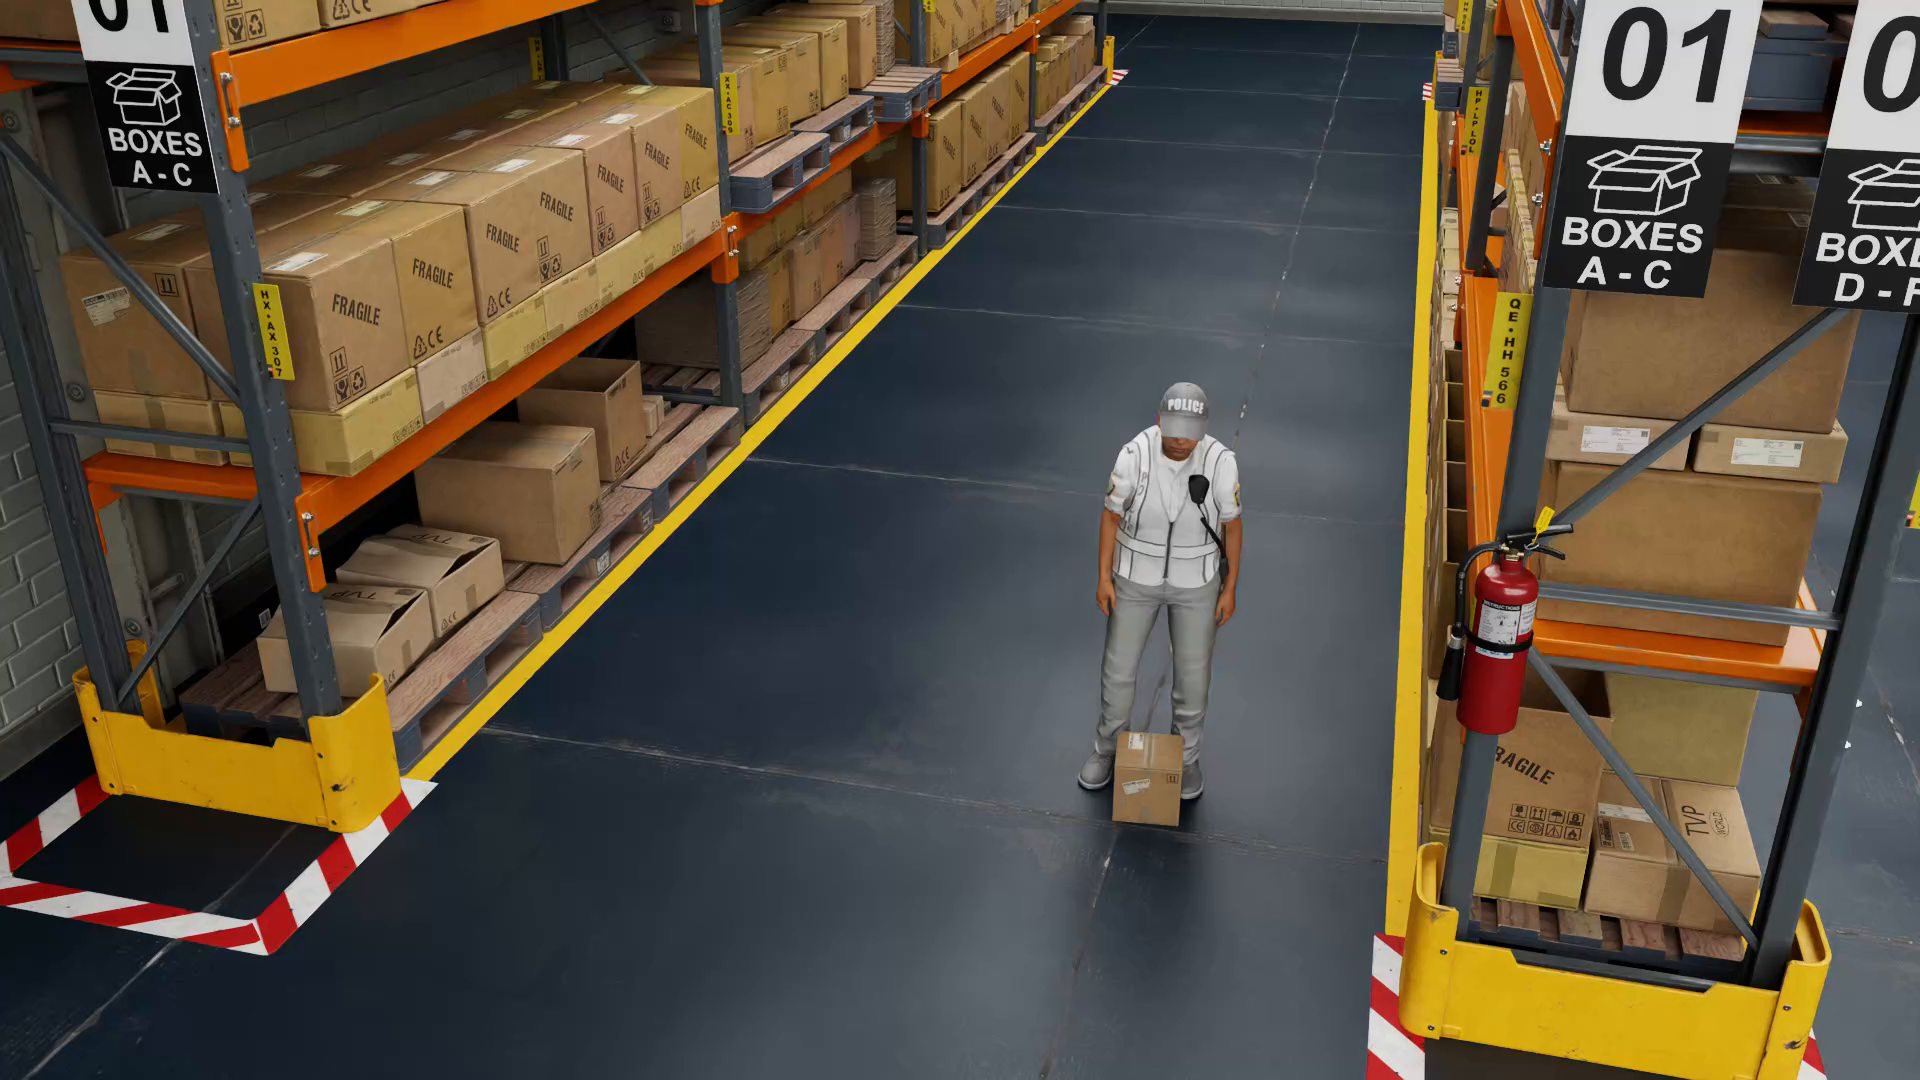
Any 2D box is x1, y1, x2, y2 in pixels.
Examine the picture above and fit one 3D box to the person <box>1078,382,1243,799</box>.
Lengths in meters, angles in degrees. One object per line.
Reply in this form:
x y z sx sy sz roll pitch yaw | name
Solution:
0.758 0.178 6.230 0.563 1.665 0.471 4 26 9 | person
